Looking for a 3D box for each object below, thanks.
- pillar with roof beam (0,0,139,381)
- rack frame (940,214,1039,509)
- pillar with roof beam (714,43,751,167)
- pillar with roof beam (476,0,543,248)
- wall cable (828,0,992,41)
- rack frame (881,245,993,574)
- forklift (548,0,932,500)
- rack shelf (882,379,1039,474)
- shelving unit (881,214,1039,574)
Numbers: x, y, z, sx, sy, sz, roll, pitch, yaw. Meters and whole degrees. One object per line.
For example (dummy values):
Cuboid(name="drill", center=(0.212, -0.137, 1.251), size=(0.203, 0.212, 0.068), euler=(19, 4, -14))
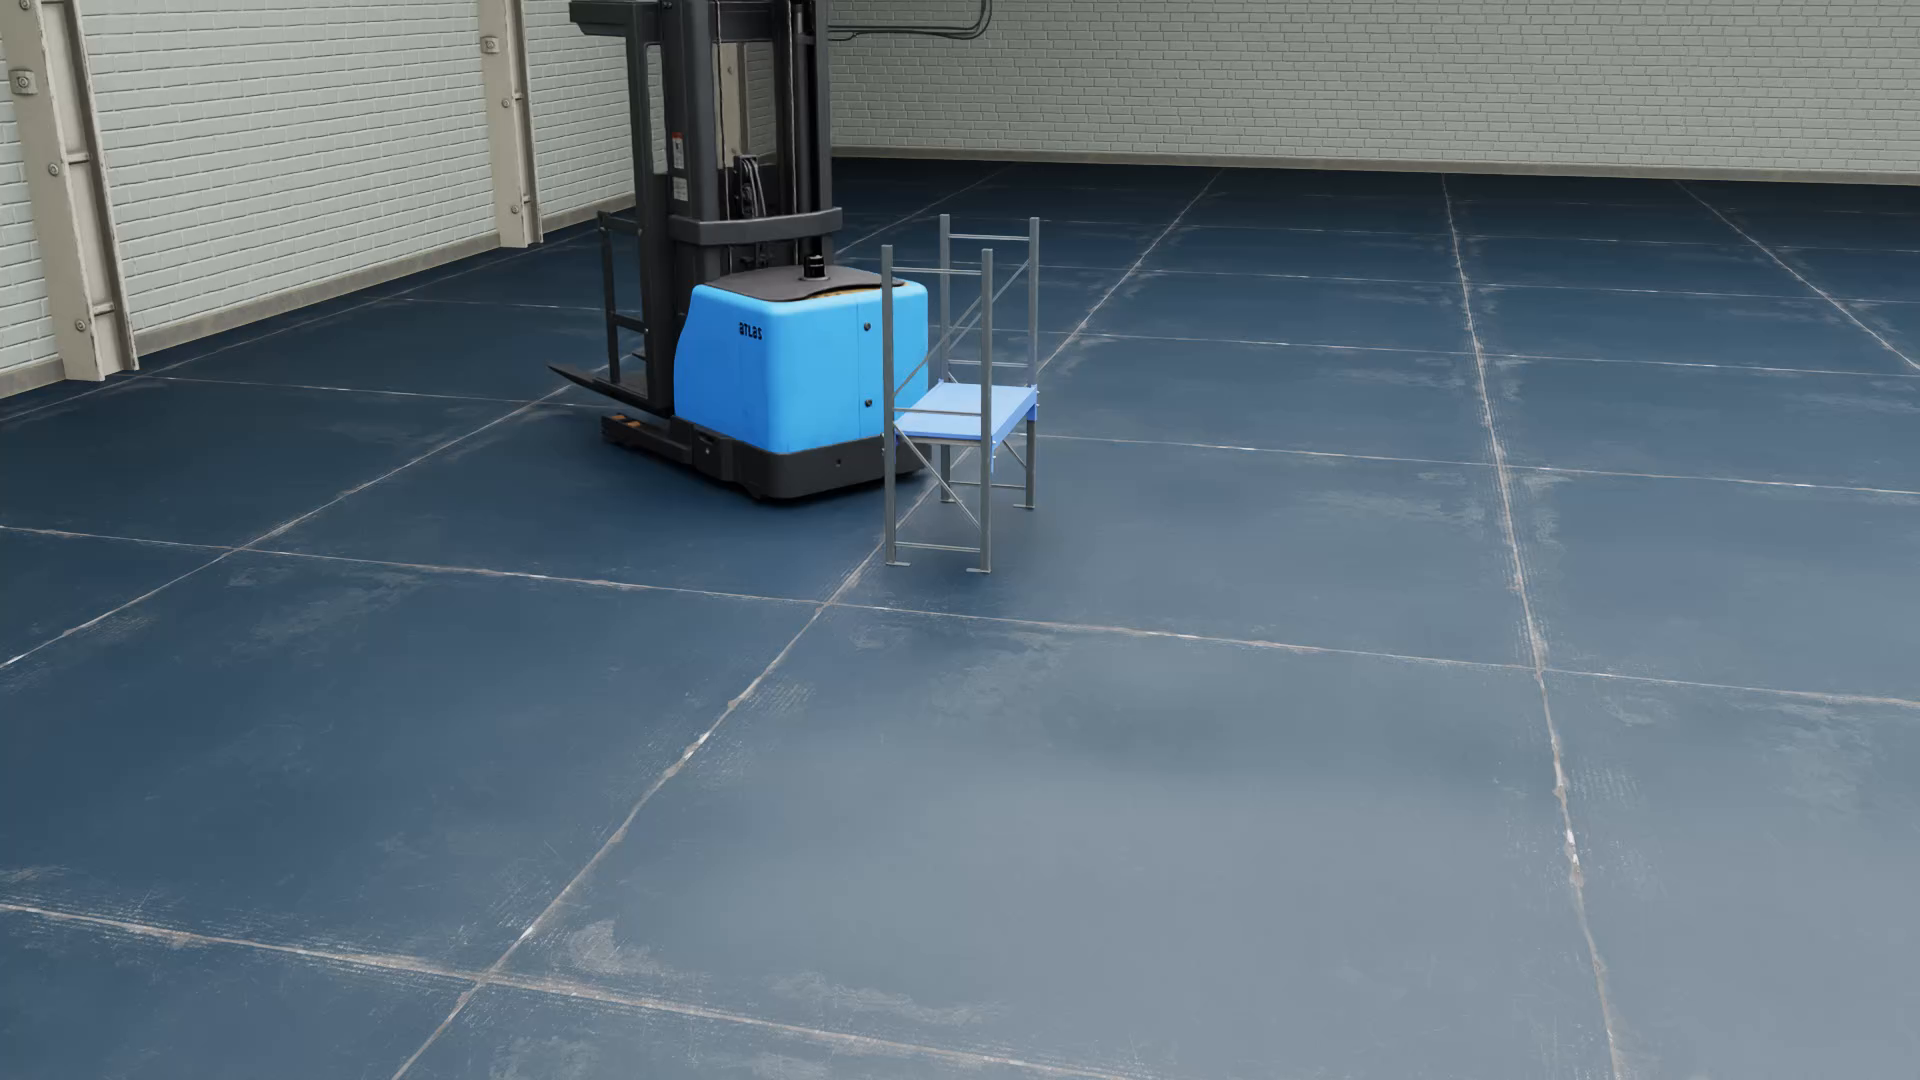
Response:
Cuboid(name="pillar with roof beam", center=(-1.804, -5.077, 9.129), size=(9.100, 9.000, 0.400), euler=(5, 19, 13))
Cuboid(name="rack frame", center=(0.145, -0.896, 8.490), size=(0.500, 1.500, 0.032), euler=(5, 19, 13))
Cuboid(name="pillar with roof beam", center=(1.128, -8.838, 20.141), size=(9.100, 9.000, 0.400), euler=(5, 19, 13))
Cuboid(name="pillar with roof beam", center=(-0.338, -6.957, 14.635), size=(9.100, 9.000, 0.400), euler=(5, 19, 13))
Cuboid(name="wall cable", center=(-1.044, -8.527, 24.035), size=(3.097, 2.526, 0.112), euler=(5, 19, 13))
Cuboid(name="rack frame", center=(-0.103, -0.577, 7.557), size=(0.500, 1.500, 0.032), euler=(5, 19, 13))
Cuboid(name="forklift", center=(-1.474, -2.005, 9.523), size=(1.130, 2.935, 3.031), euler=(-15, 24, -37))
Cuboid(name="rack shelf", center=(0.021, -0.566, 8.082), size=(0.538, 0.185, 1.000), euler=(5, 19, 13))
Cuboid(name="shelving unit", center=(0.021, -0.736, 8.023), size=(0.538, 1.500, 1.048), euler=(5, 19, 13))
